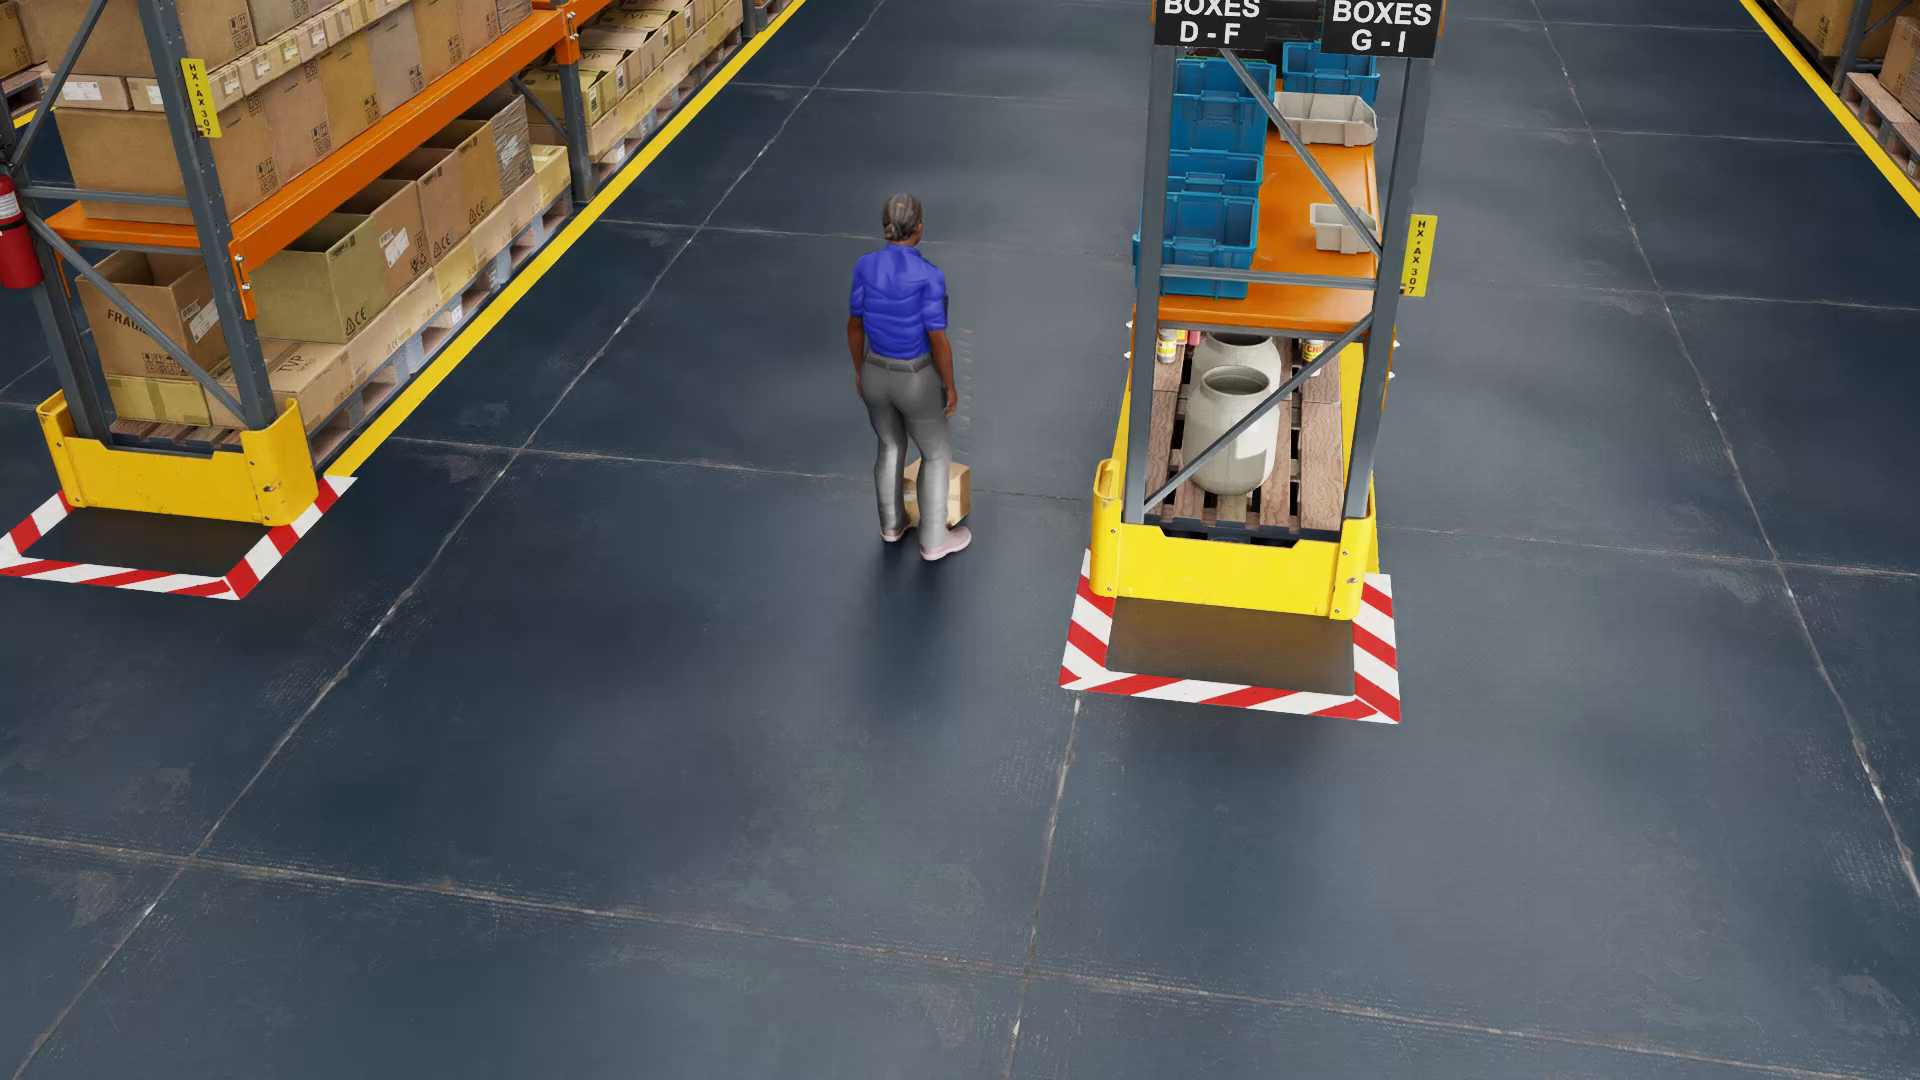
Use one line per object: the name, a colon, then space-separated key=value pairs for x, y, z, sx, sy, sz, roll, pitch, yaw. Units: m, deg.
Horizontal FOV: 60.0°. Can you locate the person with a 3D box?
person: x=-0.220 y=-0.705 z=7.246 sx=0.521 sy=1.653 sz=0.402 roll=15 pitch=36 yaw=22
